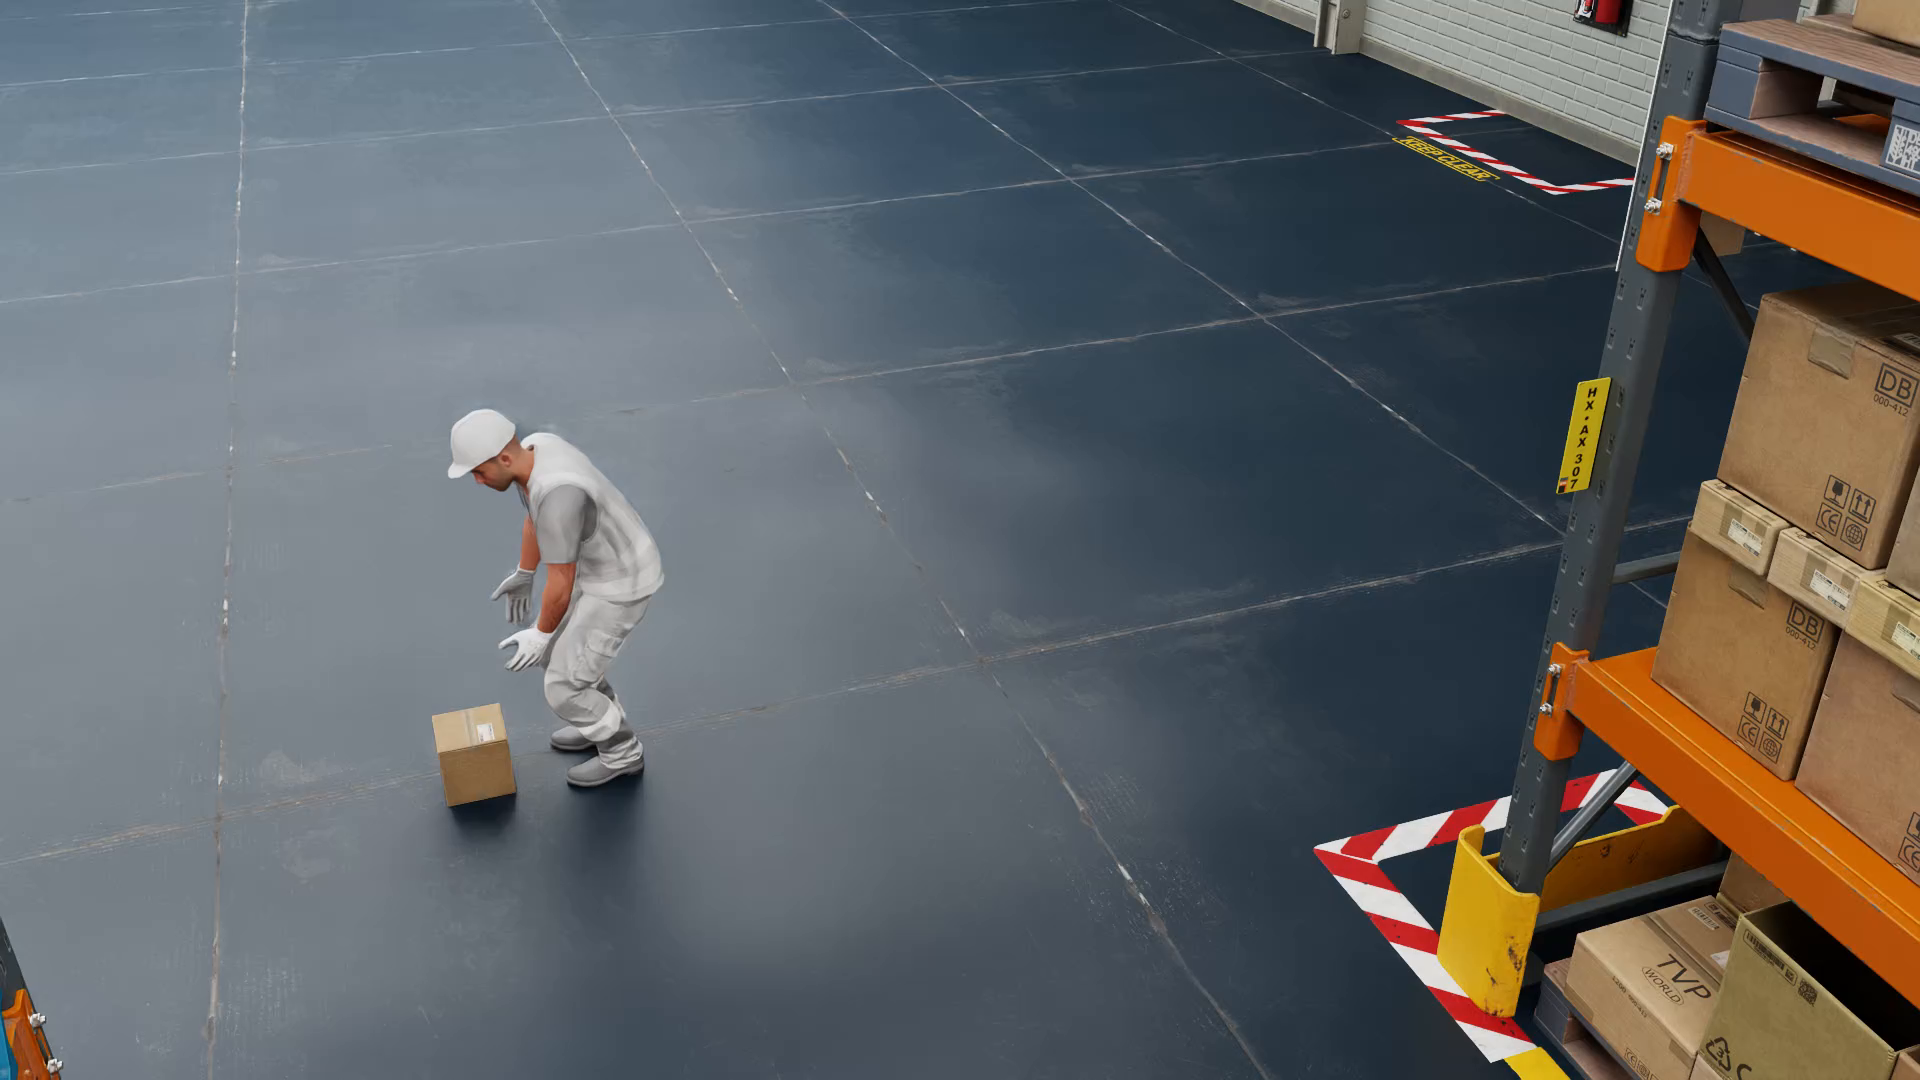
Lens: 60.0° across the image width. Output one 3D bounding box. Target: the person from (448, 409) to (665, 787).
[{"bbox_3d":[-1.415,0.199,6.018,0.690,1.528,0.579,-10,31,-17],"label":"person"}]
